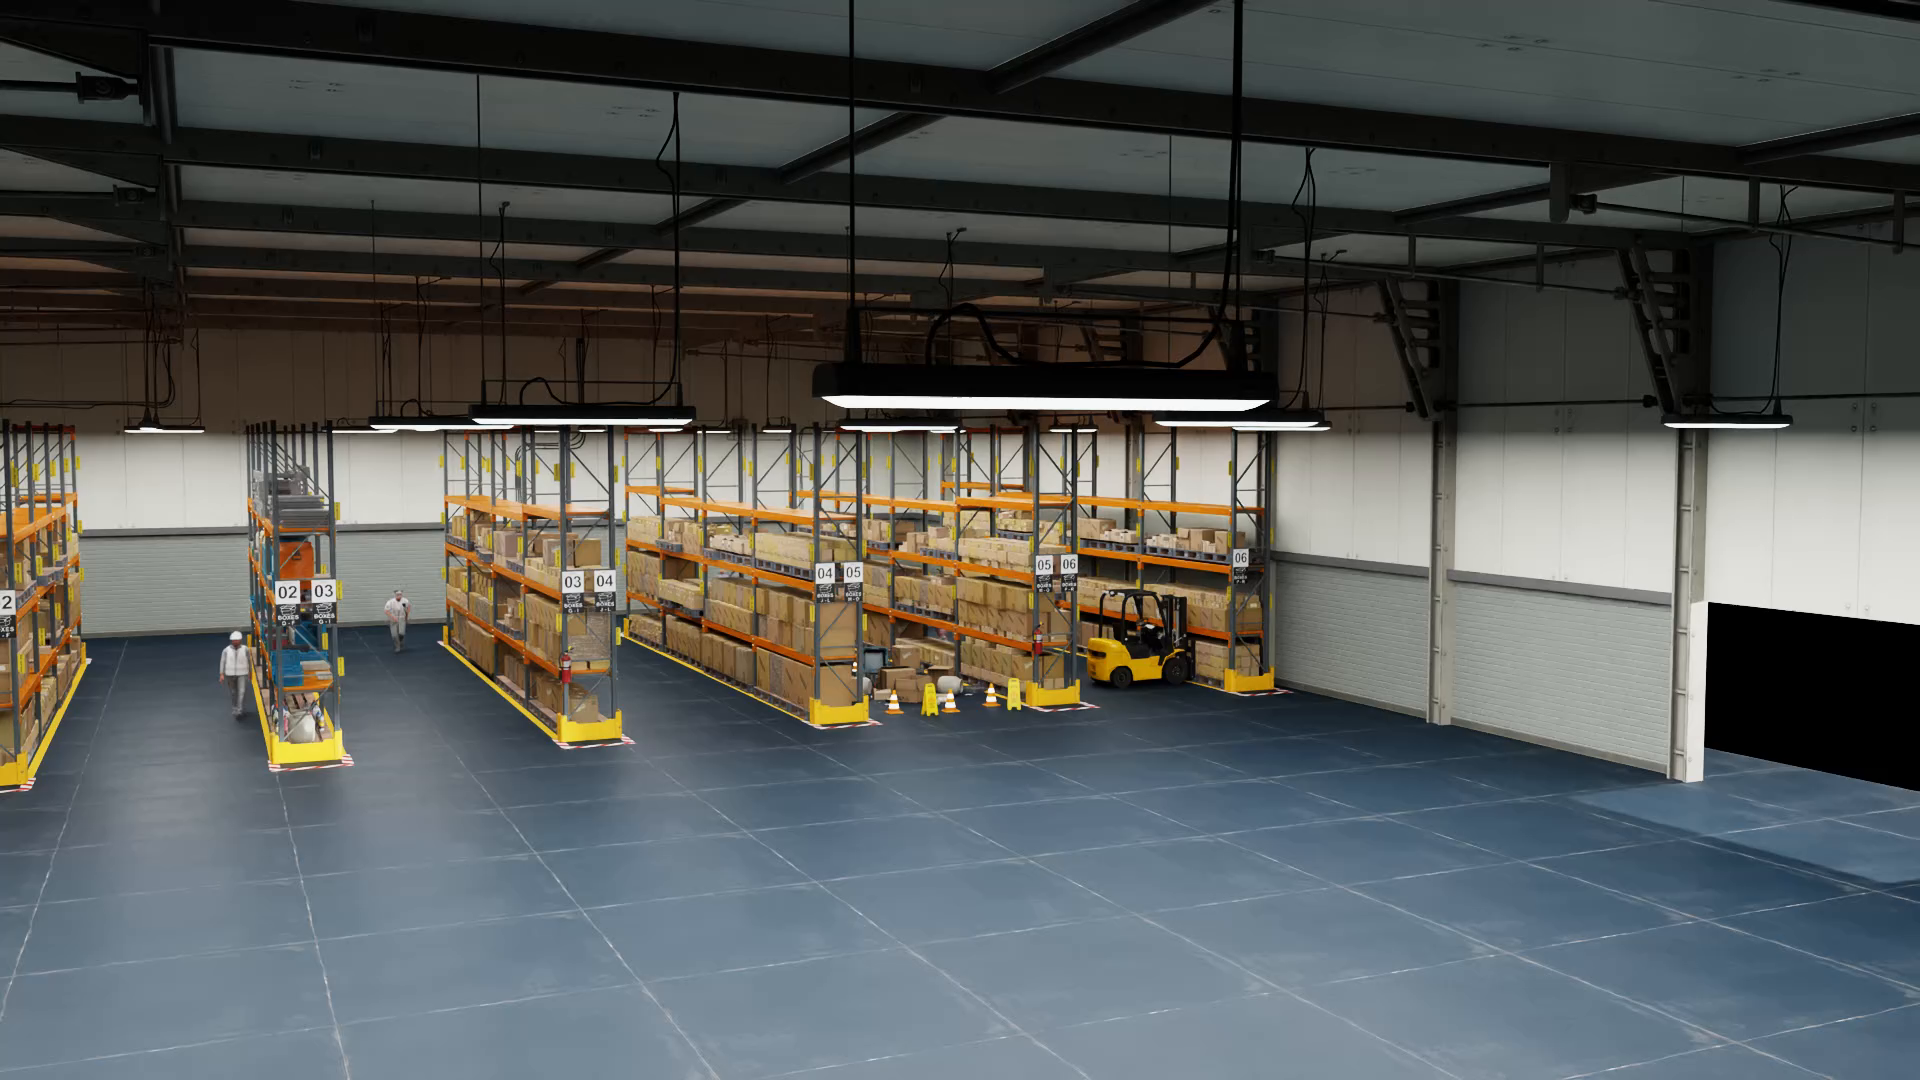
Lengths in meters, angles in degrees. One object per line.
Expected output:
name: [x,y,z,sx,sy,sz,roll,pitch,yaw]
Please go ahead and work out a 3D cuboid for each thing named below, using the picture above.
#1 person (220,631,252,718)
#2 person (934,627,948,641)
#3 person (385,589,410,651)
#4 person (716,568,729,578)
person: [-14.730,2.731,33.815,0.582,1.738,0.940,-1,4,-17]
person: [-0.494,1.995,46.388,0.399,1.681,0.491,3,4,35]
person: [-14.938,2.126,44.182,0.633,1.682,0.703,-1,4,-15]
person: [-7.475,1.619,52.431,0.464,1.620,0.725,2,4,34]
